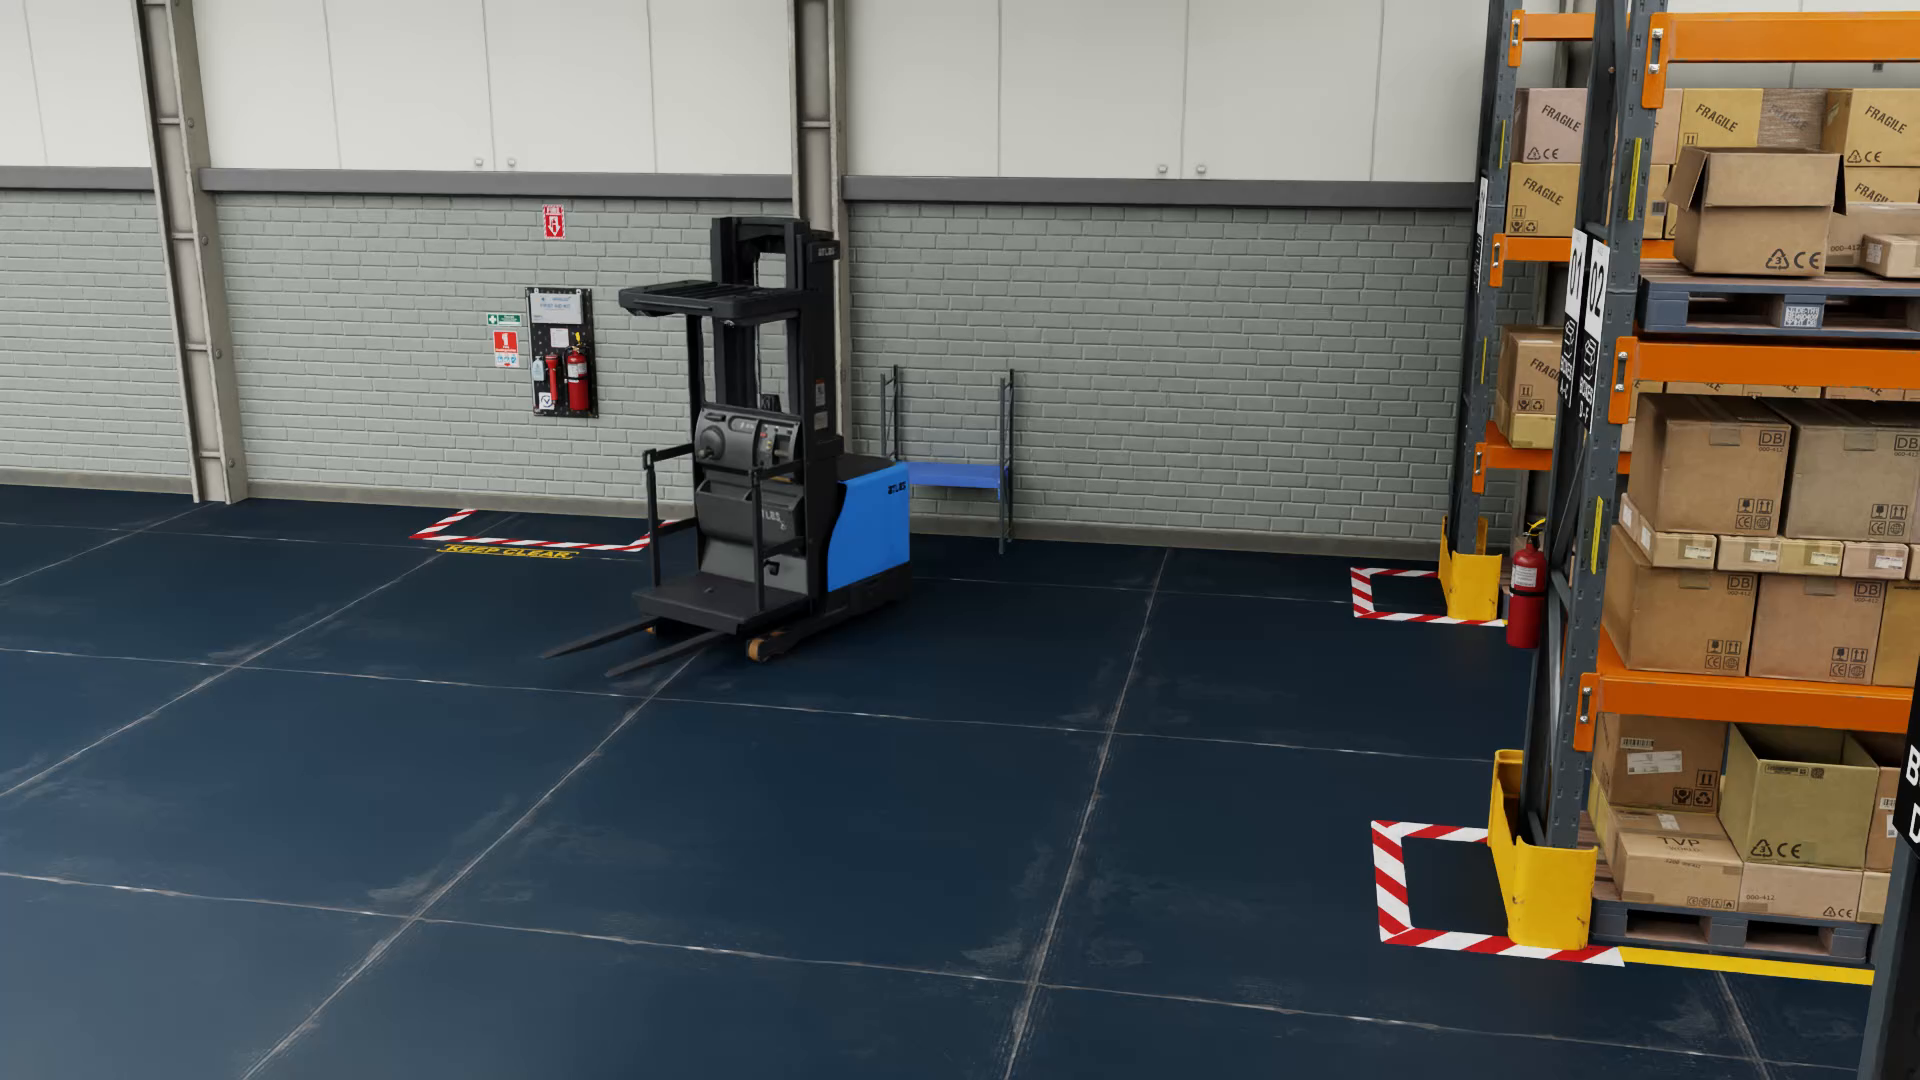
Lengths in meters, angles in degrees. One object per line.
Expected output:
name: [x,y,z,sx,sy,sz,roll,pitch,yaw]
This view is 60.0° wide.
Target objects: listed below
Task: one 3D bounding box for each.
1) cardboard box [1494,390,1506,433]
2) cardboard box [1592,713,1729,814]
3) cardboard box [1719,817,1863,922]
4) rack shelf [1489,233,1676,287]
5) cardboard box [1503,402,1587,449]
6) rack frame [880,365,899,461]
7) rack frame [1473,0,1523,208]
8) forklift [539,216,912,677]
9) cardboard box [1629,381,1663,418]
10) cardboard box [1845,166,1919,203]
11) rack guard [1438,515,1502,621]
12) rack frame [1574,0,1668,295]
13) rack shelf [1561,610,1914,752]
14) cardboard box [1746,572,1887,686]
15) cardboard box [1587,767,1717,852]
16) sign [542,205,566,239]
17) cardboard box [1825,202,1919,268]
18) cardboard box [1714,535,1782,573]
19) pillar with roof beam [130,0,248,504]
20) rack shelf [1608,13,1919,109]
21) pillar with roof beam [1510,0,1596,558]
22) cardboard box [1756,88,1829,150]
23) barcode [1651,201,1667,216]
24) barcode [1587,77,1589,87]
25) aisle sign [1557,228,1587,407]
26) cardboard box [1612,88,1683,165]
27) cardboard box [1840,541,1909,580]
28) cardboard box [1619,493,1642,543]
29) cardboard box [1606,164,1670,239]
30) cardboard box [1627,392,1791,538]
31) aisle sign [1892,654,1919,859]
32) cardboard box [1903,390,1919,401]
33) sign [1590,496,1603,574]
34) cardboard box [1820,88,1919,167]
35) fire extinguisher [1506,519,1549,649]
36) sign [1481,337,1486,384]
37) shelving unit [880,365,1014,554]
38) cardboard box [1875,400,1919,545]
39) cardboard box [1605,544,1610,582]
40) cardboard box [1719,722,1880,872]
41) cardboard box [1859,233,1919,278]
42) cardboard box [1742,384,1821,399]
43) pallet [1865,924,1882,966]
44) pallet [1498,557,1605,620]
cardboard box: [4.345,-0.970,12.618,0.500,0.250,0.500,3,16,12]
cardboard box: [3.450,1.001,8.217,0.500,0.500,0.500,3,16,11]
cardboard box: [3.837,1.524,7.734,0.500,0.250,0.500,3,16,11]
rack shelf: [5.808,-1.999,11.819,4.000,0.370,1.077,3,16,11]
cardboard box: [4.263,-0.835,12.131,0.500,0.250,0.500,3,16,9]
rack frame: [-0.600,-0.723,14.293,0.032,1.500,0.500,3,16,11]
rack frame: [3.848,-3.898,11.707,0.127,3.000,1.000,3,16,11]
forklift: [-1.625,-0.716,11.585,1.130,2.935,3.031,11,19,33]
cardboard box: [4.738,-1.173,11.945,0.500,0.500,0.500,3,16,11]
cardboard box: [6.180,-2.309,11.366,0.500,0.500,0.500,2,16,9]
rack guard: [3.923,0.202,12.827,0.348,0.500,1.175,3,16,11]
rack frame: [2.865,-2.602,7.028,0.127,3.000,1.000,3,16,11]
rack shelf: [4.825,0.742,7.540,4.000,0.370,1.077,3,16,11]
cardboard box: [3.835,0.296,7.617,0.500,0.500,0.700,4,16,13]
cardboard box: [3.449,1.363,8.316,0.500,0.250,0.500,3,16,11]
sign: [-3.575,-2.800,14.639,0.199,0.298,0.001,3,16,11]
cardboard box: [4.046,-1.362,7.401,0.500,0.250,0.500,3,16,11]
cardboard box: [3.466,0.019,7.402,0.250,0.149,0.380,3,16,10]
pillar with roof beam: [-7.911,-3.599,10.628,0.400,9.000,9.100,3,16,11]
rack shelf: [4.825,-1.956,6.793,4.000,0.370,1.077,3,16,11]
pillar with roof beam: [3.849,-2.961,8.323,0.400,9.000,9.100,3,16,11]
cardboard box: [5.830,-2.951,11.808,0.500,0.500,0.500,3,16,11]
barcode: [3.257,-1.546,7.748,0.075,0.075,0.001,3,16,11]
barcode: [4.644,-3.364,12.216,0.075,0.075,0.001,3,16,11]
aisle sign: [2.859,-1.044,7.771,0.004,0.787,0.394,3,16,11]
cardboard box: [4.659,-2.868,11.510,0.500,0.500,0.500,3,16,10]
cardboard box: [3.957,0.047,7.302,0.250,0.149,0.380,3,16,10]
cardboard box: [3.277,-0.101,7.835,0.250,0.149,0.380,3,16,10]
cardboard box: [4.645,-2.389,11.654,0.500,0.500,0.500,4,16,15]
cardboard box: [3.372,-0.353,7.530,0.500,0.500,0.700,3,16,11]
aisle sign: [1.863,0.251,3.099,0.004,0.787,0.394,3,16,11]
cardboard box: [6.753,-1.062,11.546,0.500,0.500,0.500,3,16,11]
sign: [2.748,-0.021,7.179,0.005,0.325,0.100,3,16,11]
cardboard box: [6.170,-2.786,11.215,0.500,0.500,0.500,3,16,9]
fire extinguisher: [2.841,0.199,8.300,0.183,0.674,0.296,3,16,11]
sign: [3.740,-1.282,11.879,0.005,0.325,0.100,3,16,11]
shelving unit: [-0.102,-0.696,14.195,1.048,1.500,0.538,3,16,11]
cardboard box: [4.382,-0.300,7.338,0.500,0.500,0.700,3,16,11]
cardboard box: [5.067,0.168,12.480,0.500,0.311,0.500,4,16,16]
cardboard box: [3.836,1.163,7.632,0.500,0.500,0.500,3,16,11]
cardboard box: [3.983,-1.196,6.994,0.250,0.149,0.380,3,16,11]
cardboard box: [5.752,-1.119,11.752,0.500,0.500,0.500,4,16,13]
pallet: [4.814,1.728,7.857,1.213,0.211,1.003,3,16,11]
pallet: [4.712,0.394,12.676,1.213,0.211,1.003,3,16,11]
